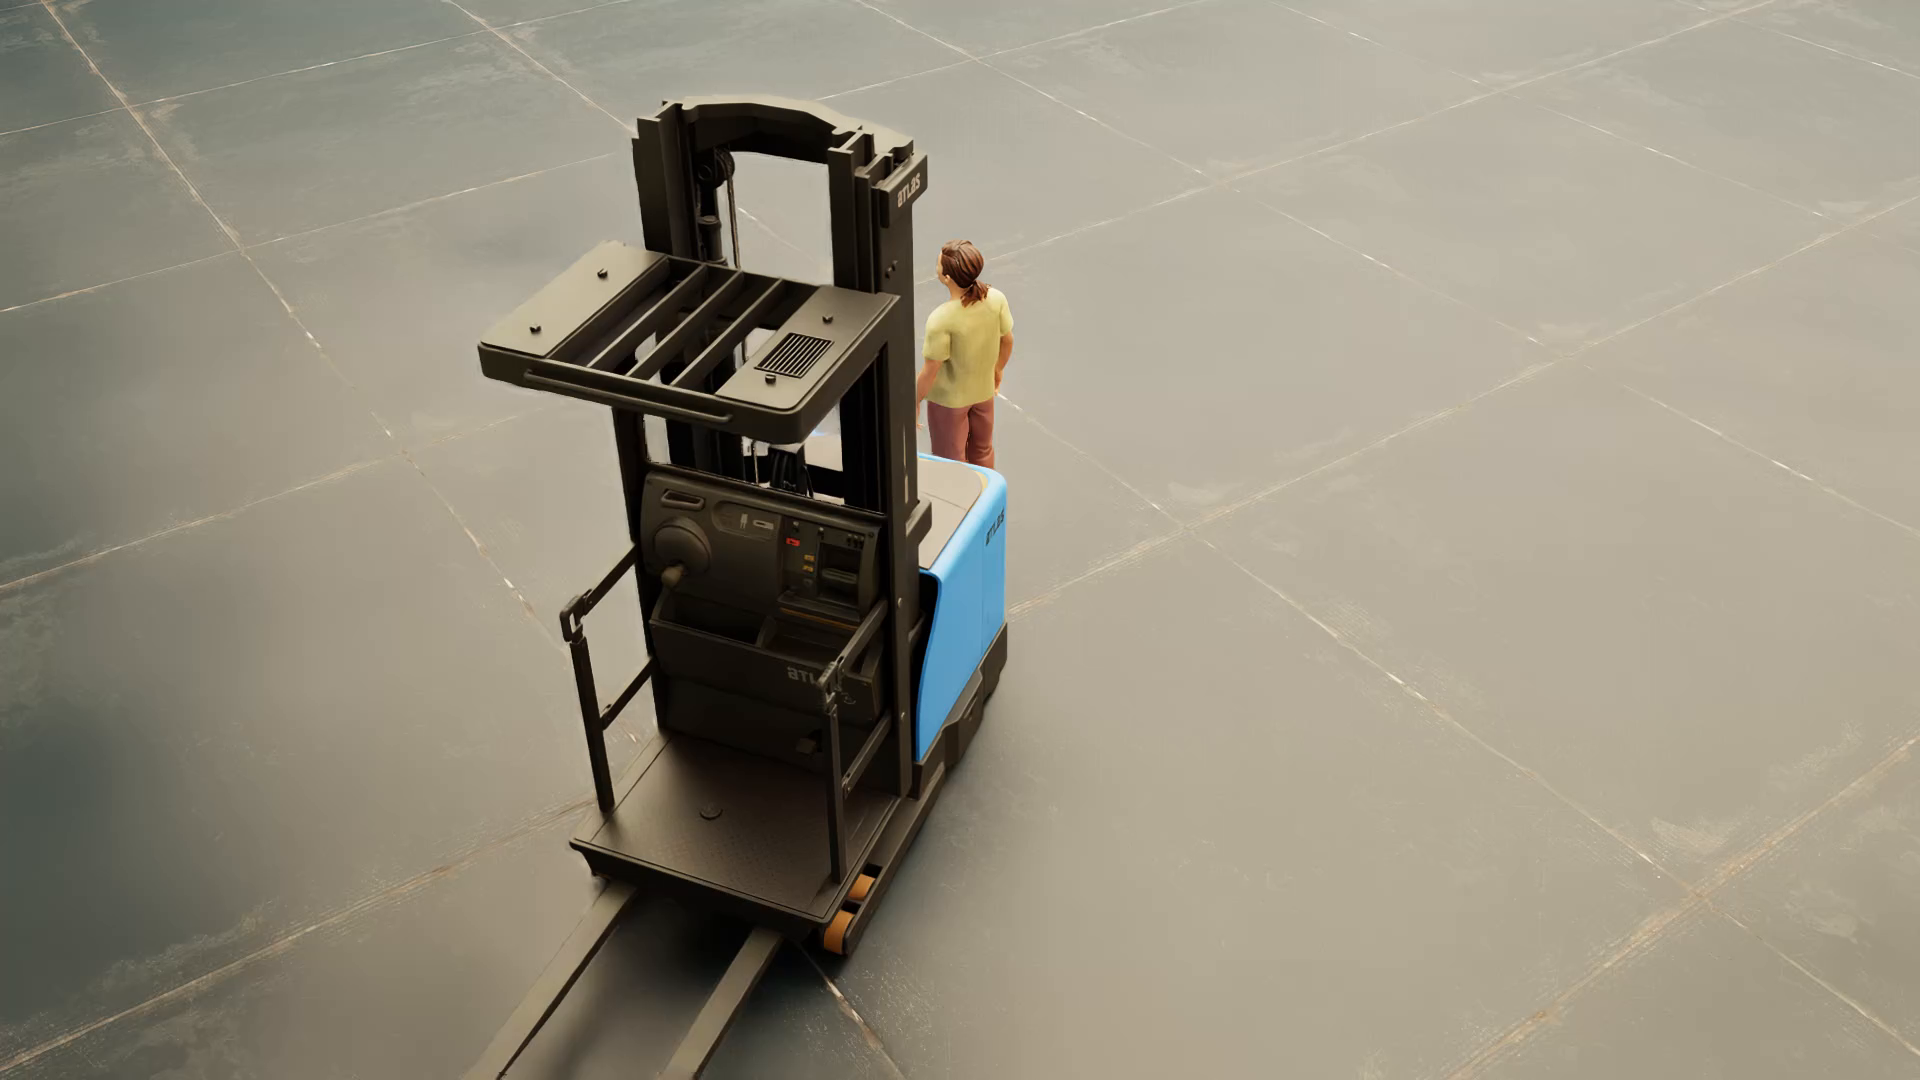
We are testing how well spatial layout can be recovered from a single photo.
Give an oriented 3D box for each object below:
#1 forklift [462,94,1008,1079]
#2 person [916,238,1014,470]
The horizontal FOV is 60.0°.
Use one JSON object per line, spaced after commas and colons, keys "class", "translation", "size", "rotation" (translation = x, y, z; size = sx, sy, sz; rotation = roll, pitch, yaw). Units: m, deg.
{"class": "forklift", "translation": [-0.805, 0.101, 5.808], "size": [1.130, 2.935, 3.031], "rotation": [13, 39, 17]}
{"class": "person", "translation": [-0.038, -0.721, 7.967], "size": [0.553, 1.674, 0.534], "rotation": [-23, 42, -28]}
